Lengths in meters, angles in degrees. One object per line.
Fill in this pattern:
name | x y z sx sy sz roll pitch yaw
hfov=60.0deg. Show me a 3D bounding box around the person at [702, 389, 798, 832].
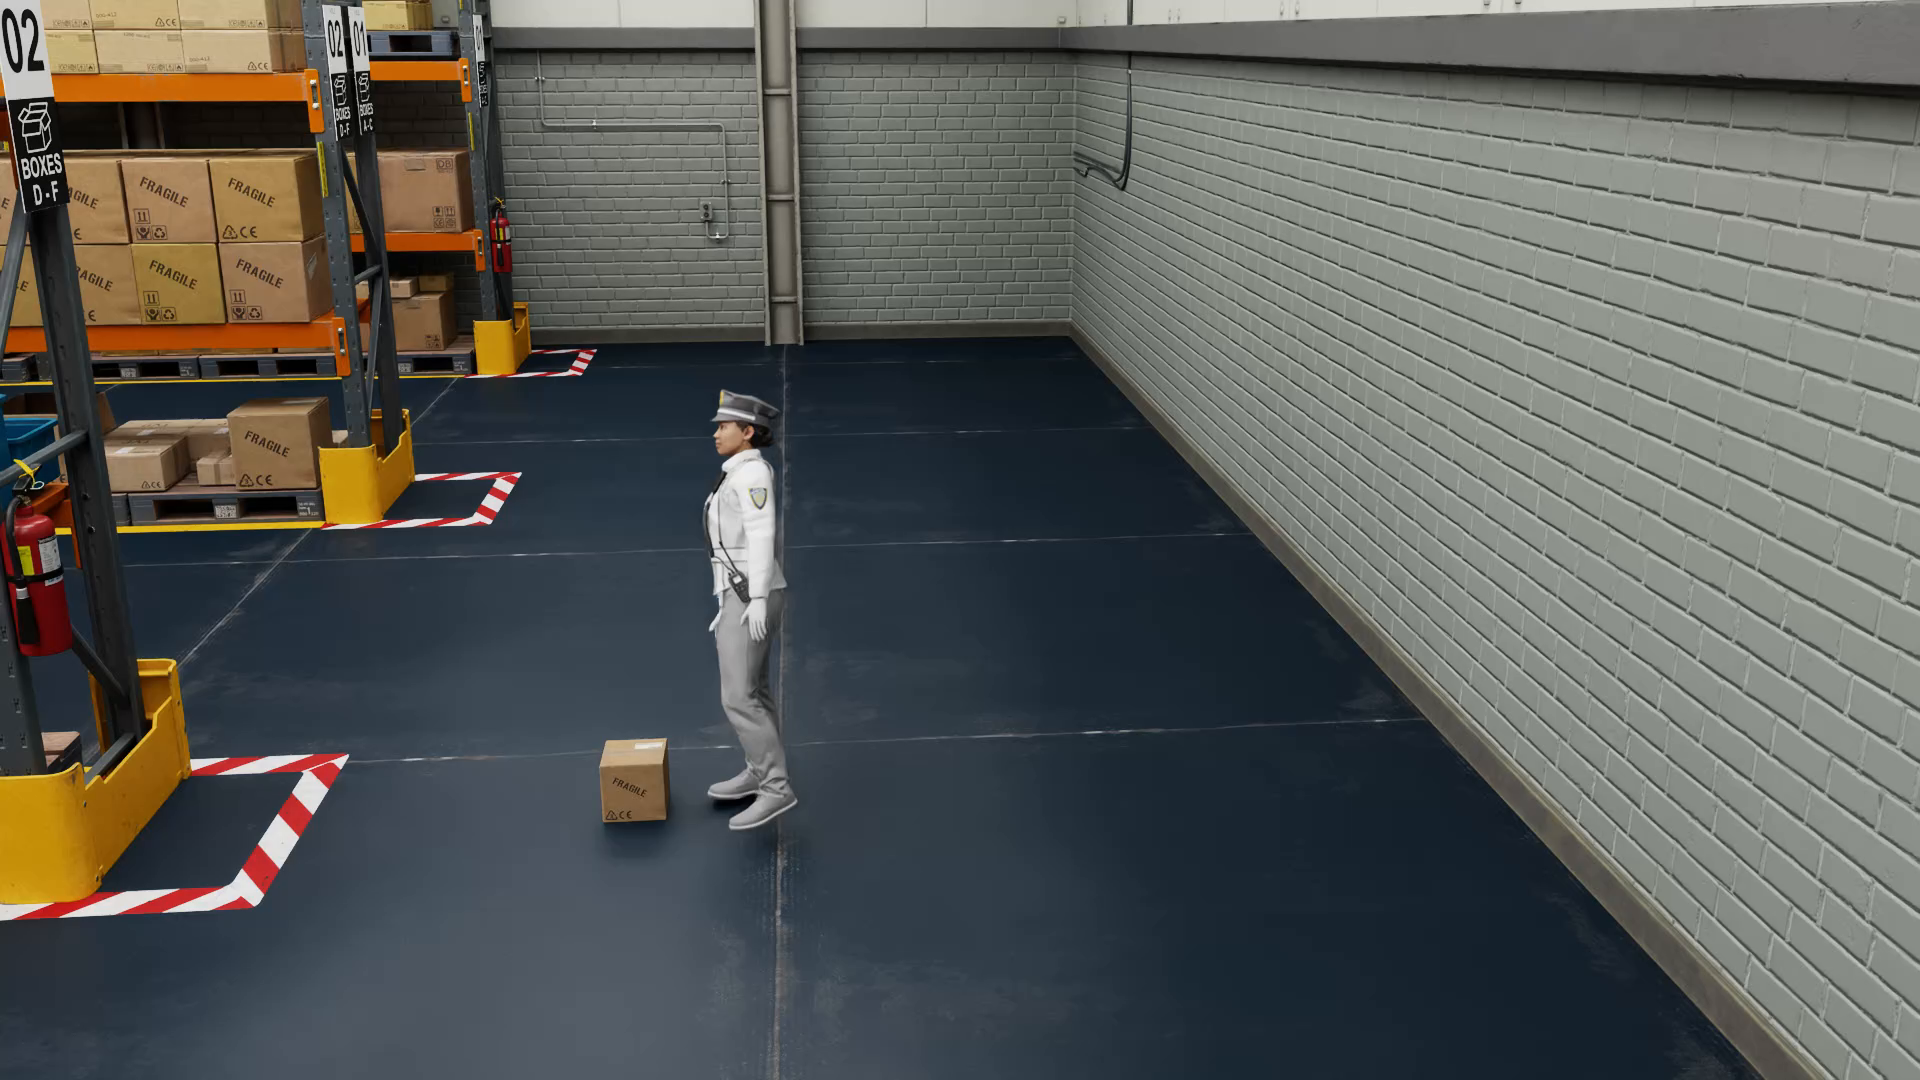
person | -0.843 0.277 6.548 0.373 1.678 0.753 -1 17 -5
